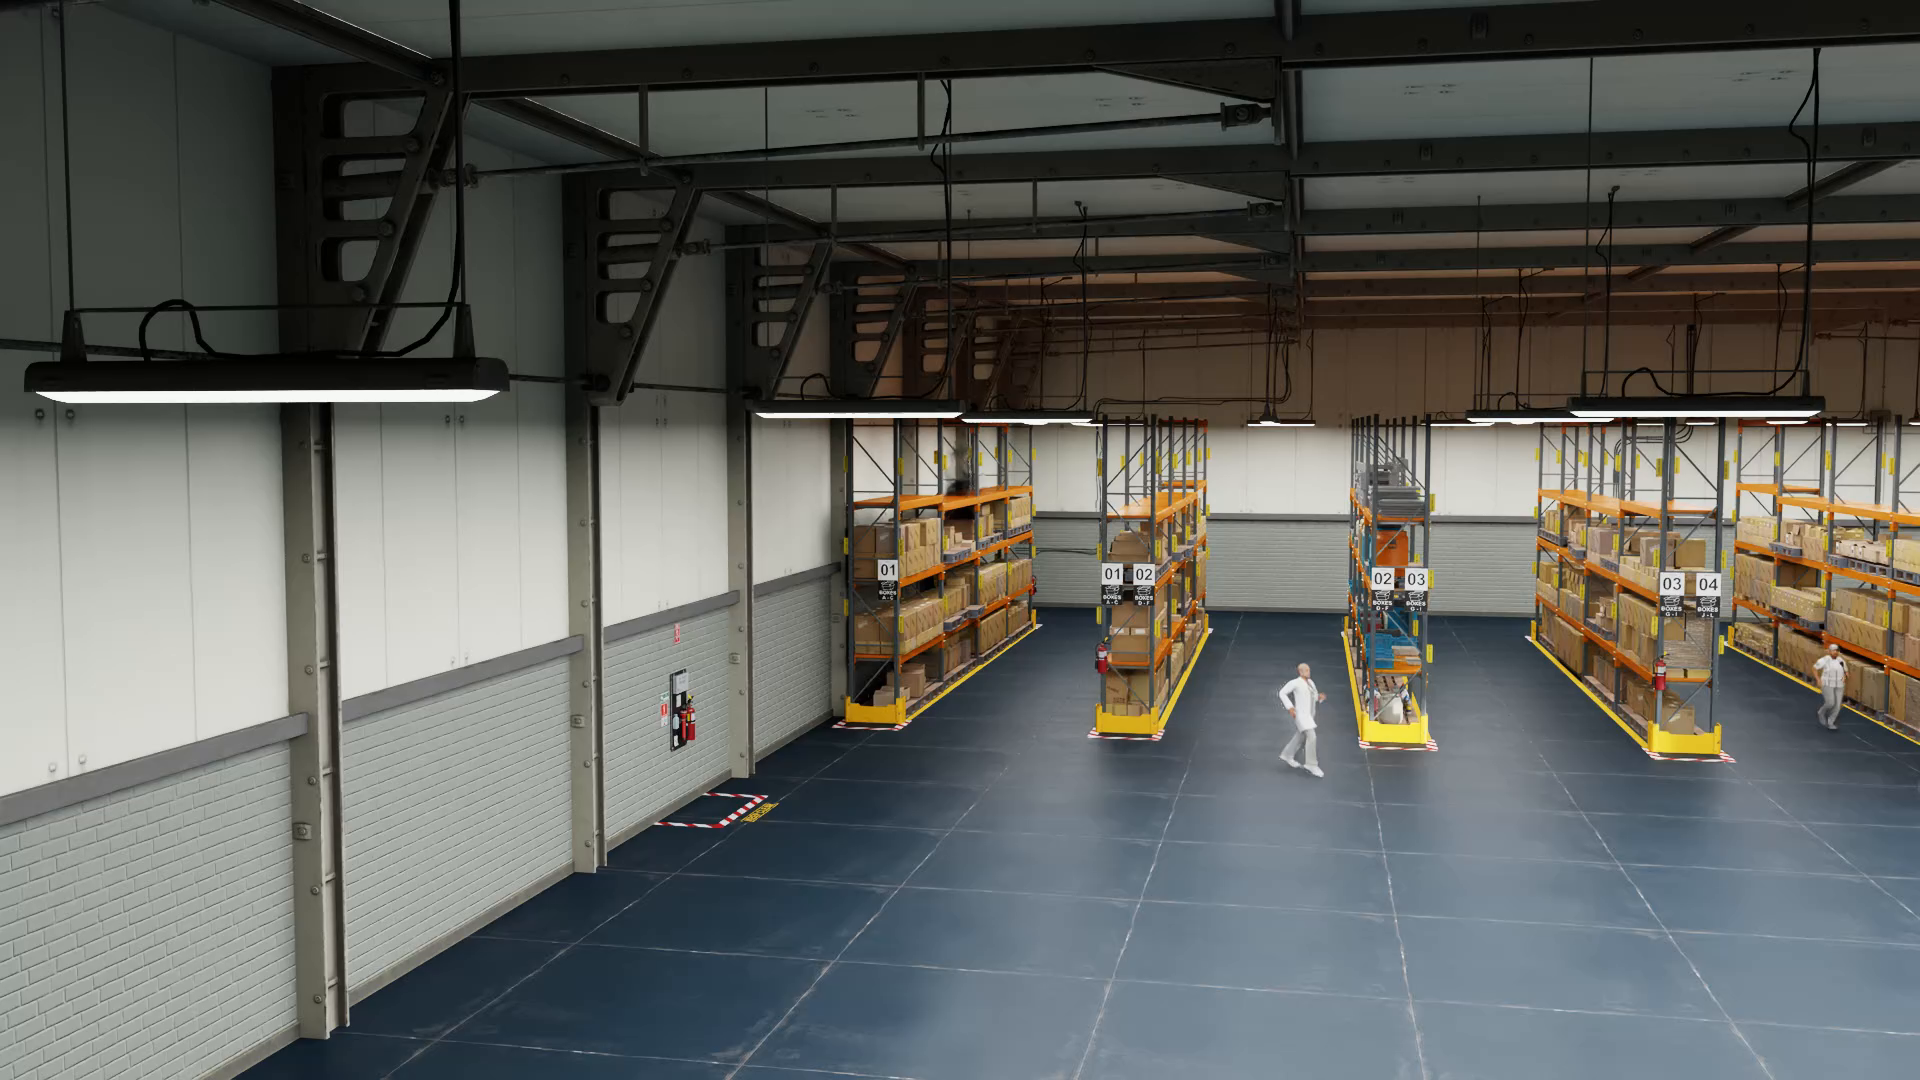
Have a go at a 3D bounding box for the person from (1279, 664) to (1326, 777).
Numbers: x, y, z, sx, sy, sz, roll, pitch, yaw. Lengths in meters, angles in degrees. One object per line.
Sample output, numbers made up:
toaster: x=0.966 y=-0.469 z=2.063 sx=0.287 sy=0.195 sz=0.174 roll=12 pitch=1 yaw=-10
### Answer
person: x=5.718 y=2.972 z=27.744 sx=0.908 sy=1.827 sz=0.681 roll=3 pitch=5 yaw=39

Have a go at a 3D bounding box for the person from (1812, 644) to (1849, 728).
person: x=16.633 y=2.798 z=31.678 sx=0.596 sy=1.620 sz=0.556 roll=0 pitch=4 yaw=4

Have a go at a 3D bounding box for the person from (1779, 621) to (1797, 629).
person: x=22.174 y=1.959 z=44.666 sx=0.715 sy=1.615 sz=0.708 roll=-2 pitch=4 yaw=-31
